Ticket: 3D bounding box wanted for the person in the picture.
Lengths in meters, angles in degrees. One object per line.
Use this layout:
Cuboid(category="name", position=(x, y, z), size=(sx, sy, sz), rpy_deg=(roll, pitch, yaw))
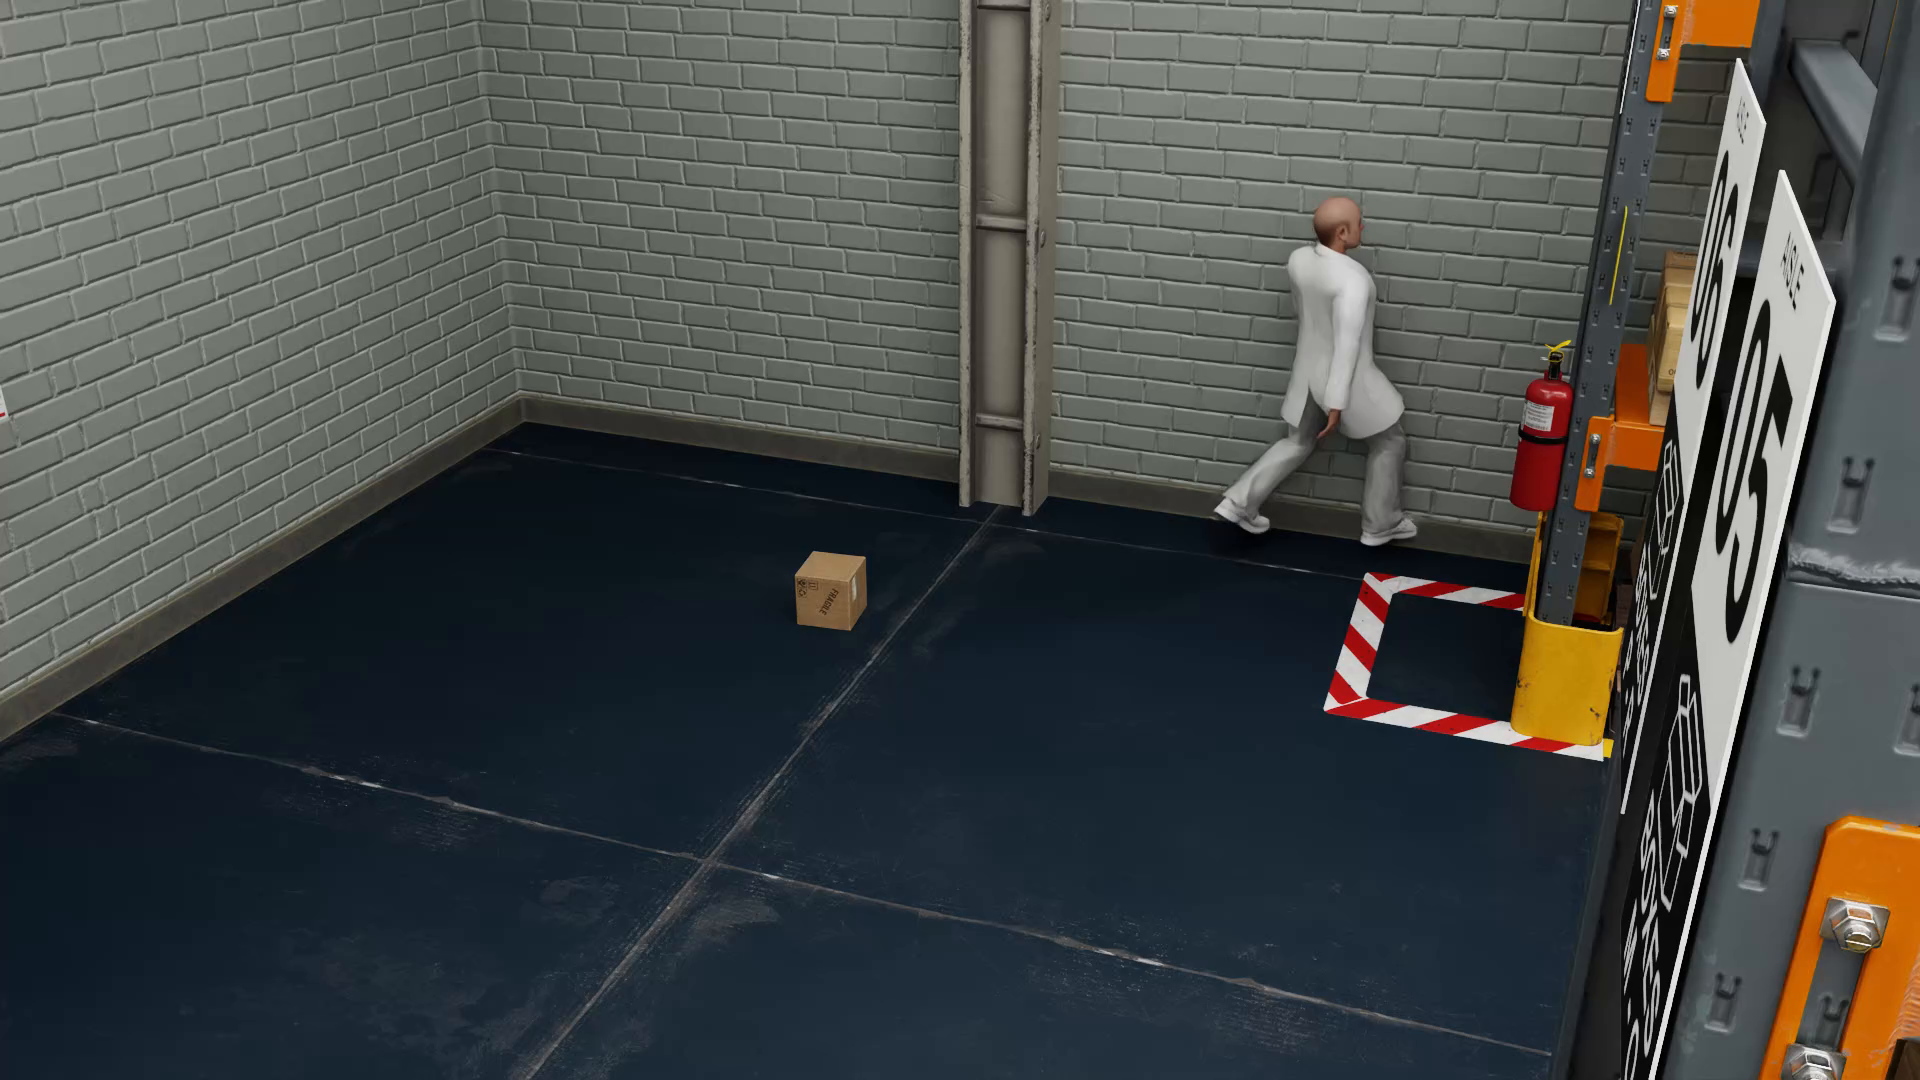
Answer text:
Cuboid(category="person", position=(1.751, -0.768, 7.723), size=(1.037, 1.704, 0.572), rpy_deg=(-13, 28, -26))
